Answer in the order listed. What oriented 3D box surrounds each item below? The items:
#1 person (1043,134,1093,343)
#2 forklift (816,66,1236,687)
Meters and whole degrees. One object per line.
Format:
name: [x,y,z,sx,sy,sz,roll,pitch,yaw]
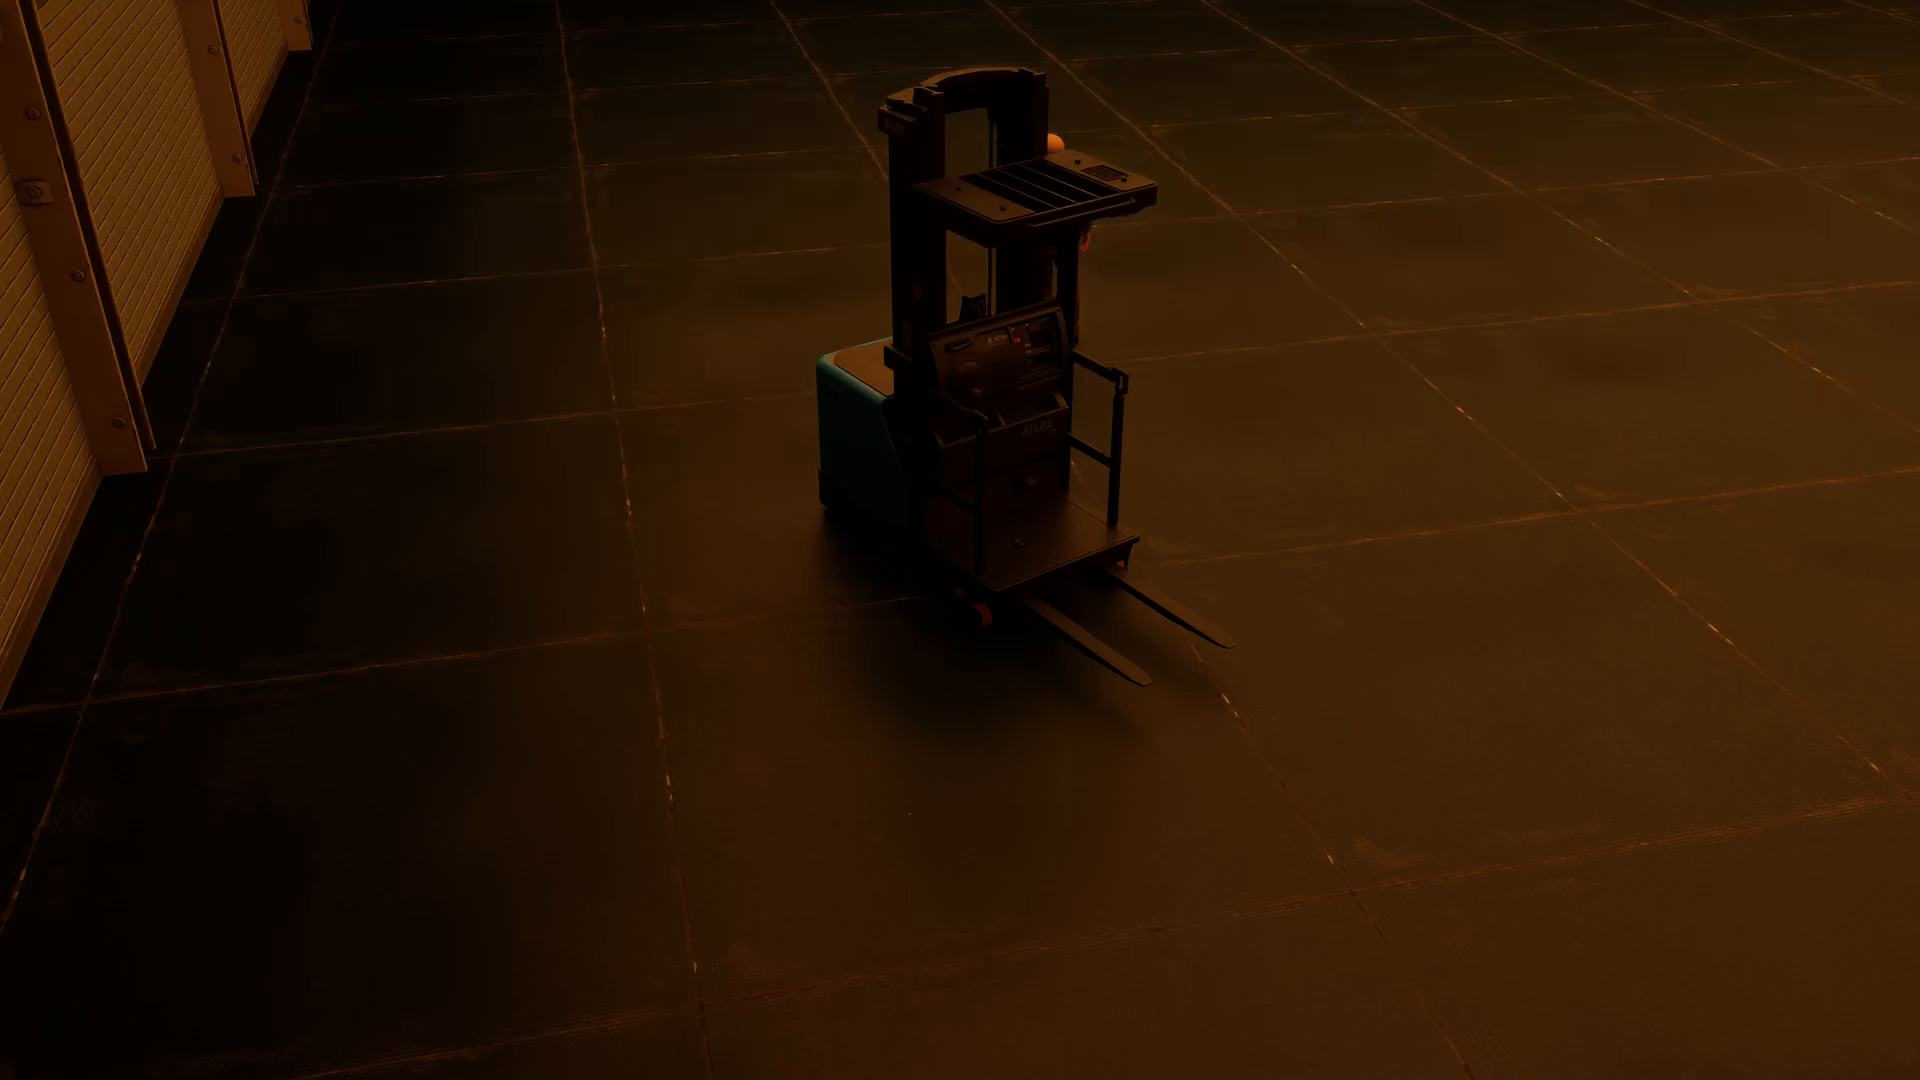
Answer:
person: [0.692,-2.288,12.720,0.631,1.720,0.569,-6,31,-11]
forklift: [0.355,-1.021,9.338,1.130,2.935,3.031,-20,35,-30]
